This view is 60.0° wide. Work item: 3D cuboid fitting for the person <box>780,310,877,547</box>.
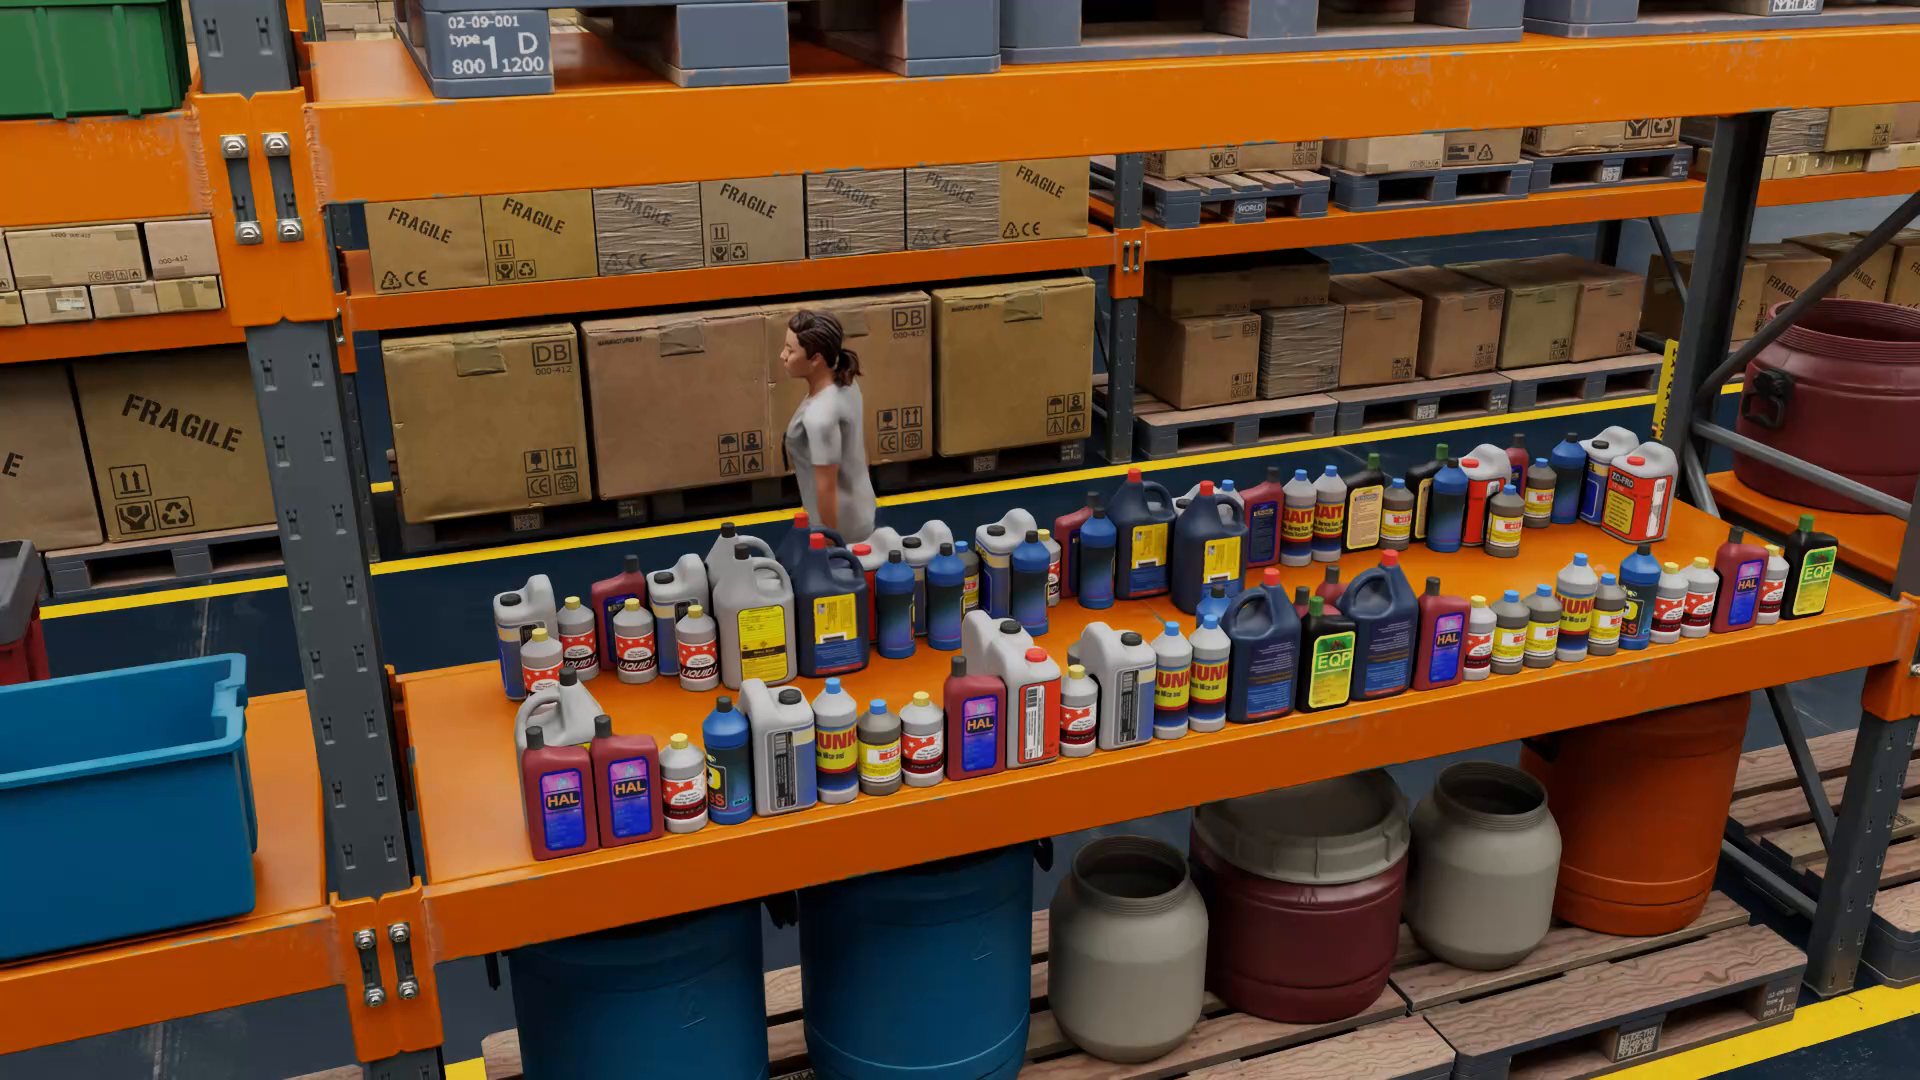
[{"bbox_3d":[-0.406,-0.053,6.202,0.485,1.663,0.502,2,23,4],"label":"person"}]
